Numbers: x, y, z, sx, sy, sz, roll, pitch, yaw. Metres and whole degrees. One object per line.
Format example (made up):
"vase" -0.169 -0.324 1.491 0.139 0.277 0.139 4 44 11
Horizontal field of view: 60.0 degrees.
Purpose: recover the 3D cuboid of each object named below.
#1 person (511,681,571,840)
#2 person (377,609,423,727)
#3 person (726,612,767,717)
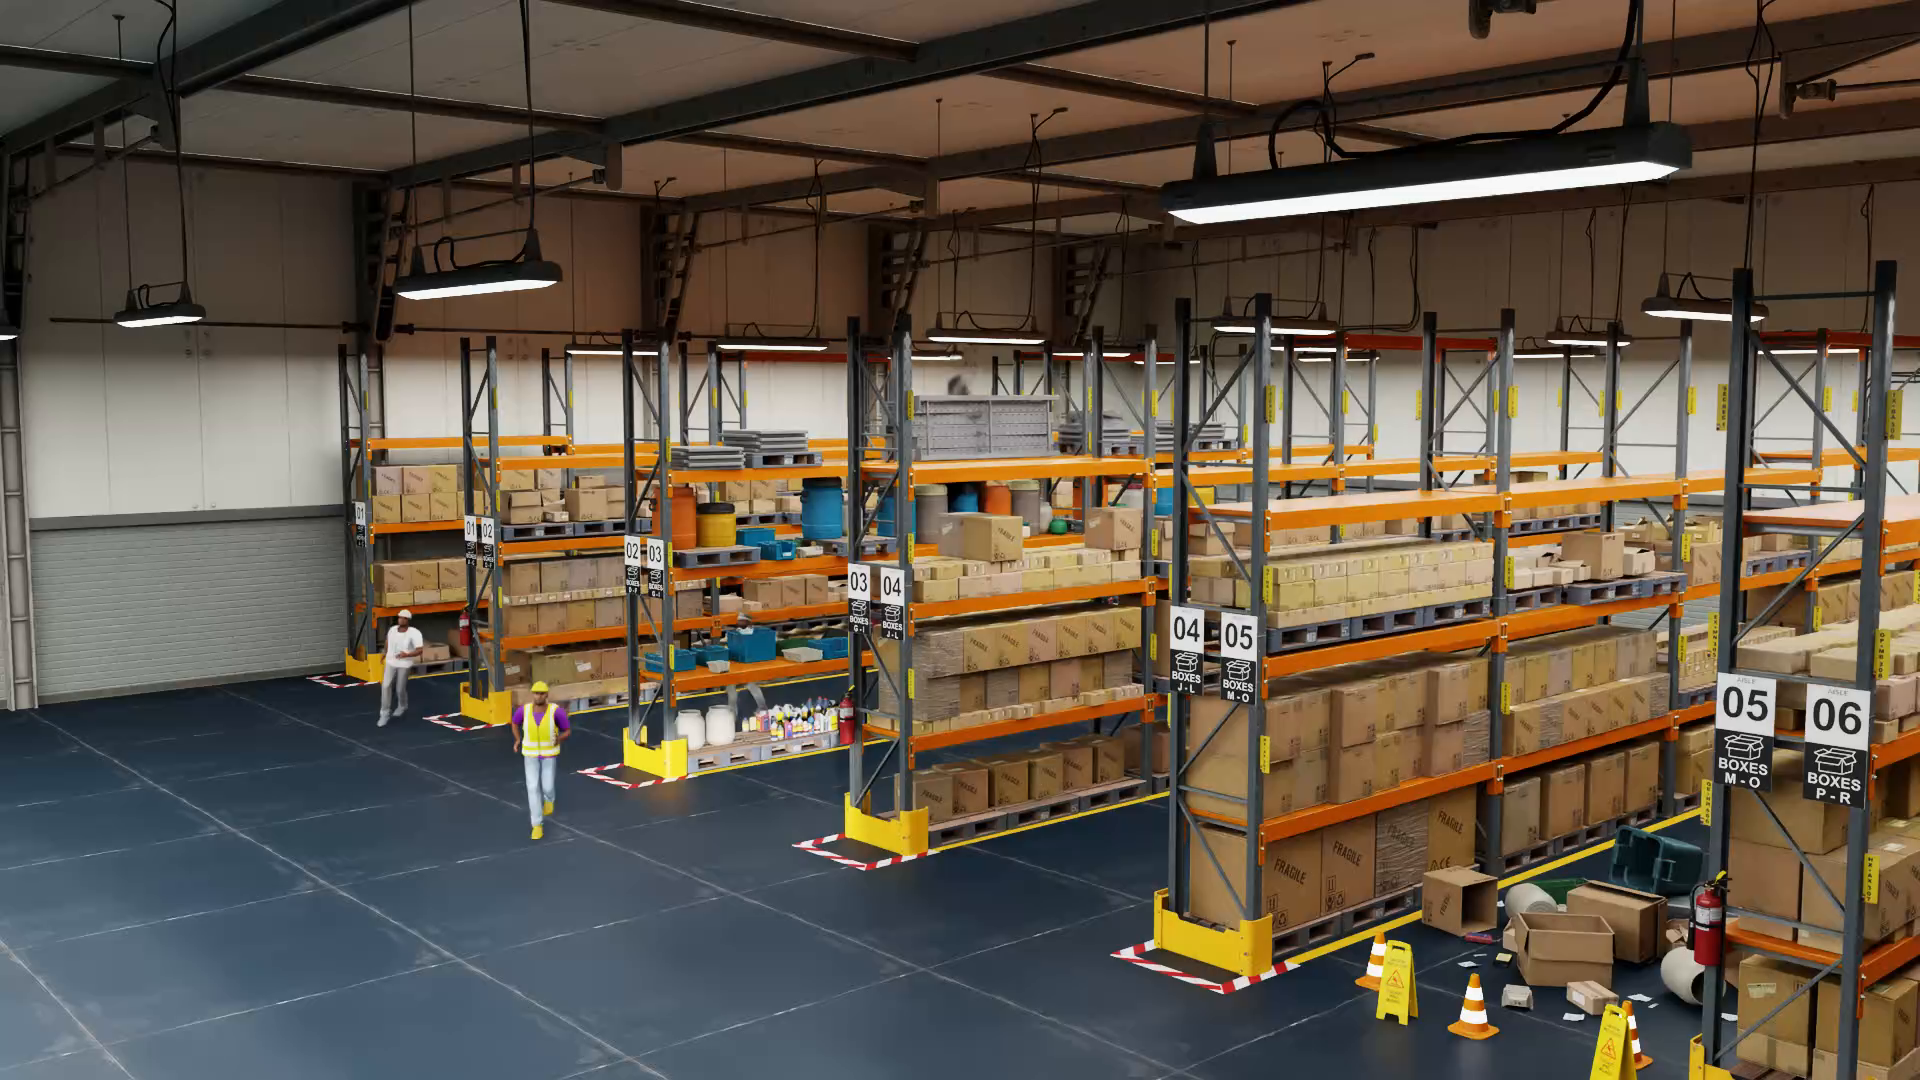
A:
"person" -4.921 2.533 19.536 0.699 1.774 0.971 -1 5 -10
"person" -8.726 1.958 25.897 0.728 1.751 0.916 0 5 4
"person" -3.379 1.990 26.101 0.549 1.743 0.775 4 6 36
